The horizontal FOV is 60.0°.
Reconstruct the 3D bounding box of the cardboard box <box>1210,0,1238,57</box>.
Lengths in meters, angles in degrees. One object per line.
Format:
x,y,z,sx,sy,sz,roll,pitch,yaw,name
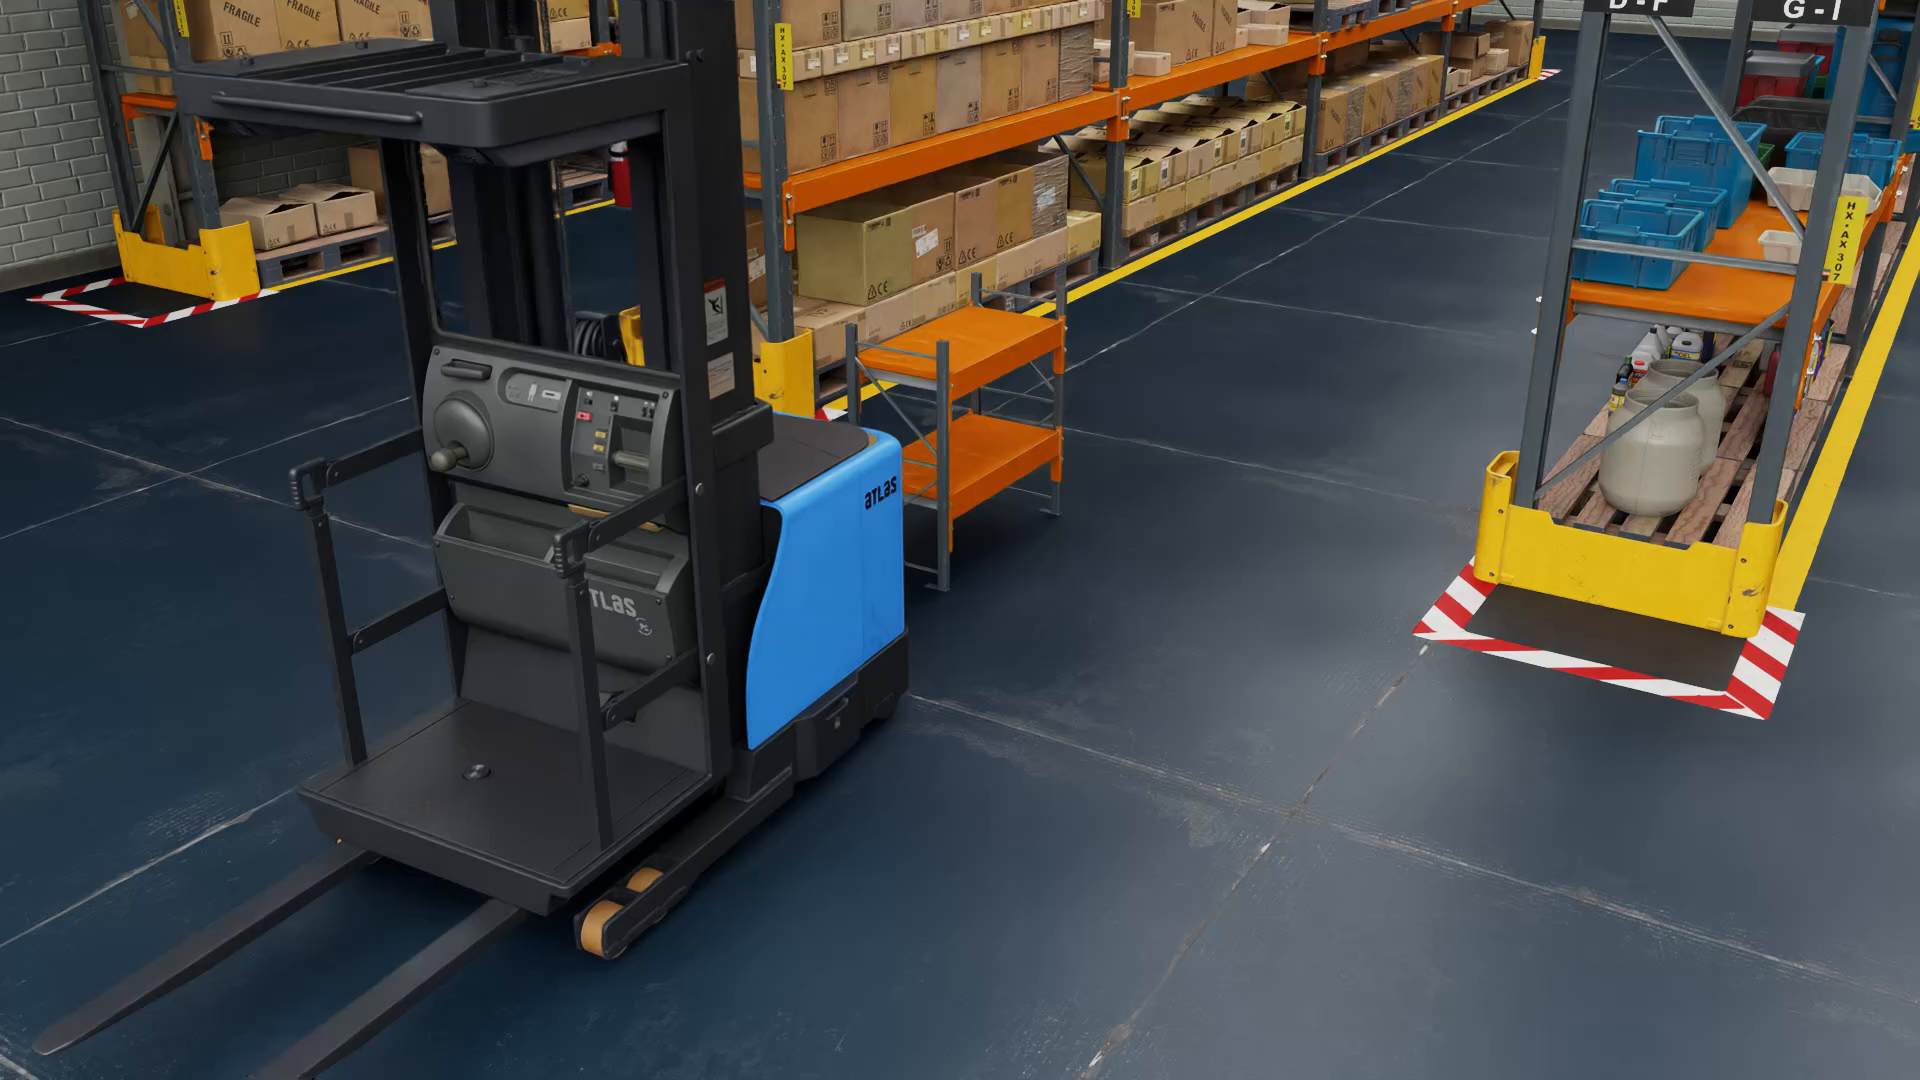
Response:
1.983,-4.325,13.839,0.500,0.500,0.500,12,26,26,cardboard box

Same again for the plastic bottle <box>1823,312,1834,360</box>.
4.977,-1.183,9.573,0.061,0.283,0.133,15,28,32,plastic bottle

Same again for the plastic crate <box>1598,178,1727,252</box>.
3.198,-1.491,7.606,0.499,0.251,0.408,14,27,29,plastic crate

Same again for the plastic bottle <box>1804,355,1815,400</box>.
4.495,-0.906,8.942,0.152,0.276,0.135,14,27,30,plastic bottle

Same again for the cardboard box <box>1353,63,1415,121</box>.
4.415,-4.693,17.407,0.500,0.500,0.500,14,27,30,cardboard box

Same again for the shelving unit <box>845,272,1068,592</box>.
0.004,-0.518,7.532,0.538,1.125,1.048,14,27,29,shelving unit

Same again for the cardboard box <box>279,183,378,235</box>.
-4.834,-2.561,12.720,0.500,0.311,0.500,16,28,33,cardboard box

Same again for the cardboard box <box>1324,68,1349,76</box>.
3.693,-4.622,17.243,0.500,0.500,0.500,13,26,27,cardboard box

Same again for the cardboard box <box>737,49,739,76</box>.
-1.326,-2.661,9.180,0.380,0.149,0.250,13,27,28,cardboard box

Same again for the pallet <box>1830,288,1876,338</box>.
5.332,-1.453,10.841,1.003,0.211,1.213,14,27,29,pallet

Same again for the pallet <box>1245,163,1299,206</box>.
2.387,-3.300,15.106,1.003,0.211,1.213,14,27,29,pallet

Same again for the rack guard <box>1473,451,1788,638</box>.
2.841,0.002,7.116,1.175,0.500,0.348,14,27,29,rack guard

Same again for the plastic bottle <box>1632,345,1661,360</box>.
3.666,-0.899,8.927,0.152,0.276,0.135,13,27,28,plastic bottle

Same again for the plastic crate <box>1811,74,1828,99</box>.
5.629,-3.009,11.192,0.450,0.188,0.662,14,27,29,plastic crate

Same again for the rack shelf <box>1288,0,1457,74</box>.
3.909,-5.194,16.877,1.077,0.370,4.000,14,27,29,rack shelf

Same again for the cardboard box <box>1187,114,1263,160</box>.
2.250,-3.462,14.199,0.500,0.311,0.500,14,27,29,cardboard box

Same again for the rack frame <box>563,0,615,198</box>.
-3.466,-4.536,14.452,1.000,3.000,0.127,14,27,29,rack frame

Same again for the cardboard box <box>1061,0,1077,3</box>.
0.516,-3.989,11.430,0.700,0.500,0.500,14,27,29,cardboard box

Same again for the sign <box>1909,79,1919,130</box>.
5.412,-2.468,9.326,0.100,0.325,0.005,14,27,29,sign

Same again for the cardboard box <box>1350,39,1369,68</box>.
3.975,-5.148,17.515,0.500,0.250,0.500,14,27,29,cardboard box

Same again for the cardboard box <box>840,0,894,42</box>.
-0.808,-3.142,9.472,0.700,0.500,0.500,13,27,28,cardboard box

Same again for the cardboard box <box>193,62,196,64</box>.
-5.049,-3.224,11.586,0.500,0.250,0.500,13,27,27,cardboard box

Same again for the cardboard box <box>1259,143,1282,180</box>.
2.515,-3.376,14.706,0.500,0.250,0.500,14,27,28,cardboard box

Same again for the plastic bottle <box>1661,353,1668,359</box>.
3.684,-0.834,8.766,0.061,0.283,0.133,14,27,29,plastic bottle

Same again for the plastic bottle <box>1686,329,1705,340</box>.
4.198,-1.150,9.511,0.097,0.271,0.097,0,23,0,plastic bottle

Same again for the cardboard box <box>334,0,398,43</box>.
-4.522,-3.906,12.217,0.500,0.500,0.500,13,27,27,cardboard box

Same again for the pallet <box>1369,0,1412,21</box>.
3.876,-5.418,16.732,1.003,0.211,1.213,14,27,29,pallet

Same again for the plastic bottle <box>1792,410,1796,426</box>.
4.243,-0.722,8.522,0.097,0.271,0.097,0,23,0,plastic bottle

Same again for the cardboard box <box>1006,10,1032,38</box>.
0.245,-3.363,10.800,0.380,0.149,0.250,14,27,29,cardboard box

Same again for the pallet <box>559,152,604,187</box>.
-3.057,-3.519,15.613,1.003,0.211,1.213,14,27,29,pallet

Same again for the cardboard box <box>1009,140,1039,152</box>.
0.234,-2.683,12.161,0.500,0.500,0.500,14,27,29,cardboard box

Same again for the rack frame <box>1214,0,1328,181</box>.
2.854,-4.849,15.175,1.000,3.000,0.127,14,27,29,rack frame

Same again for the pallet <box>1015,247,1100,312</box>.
0.289,-1.960,12.011,1.003,0.211,1.213,14,27,29,pallet

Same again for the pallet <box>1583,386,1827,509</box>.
3.918,-0.549,8.752,1.003,0.211,1.213,14,27,29,pallet

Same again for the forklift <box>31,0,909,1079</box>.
-1.339,-0.317,4.793,1.130,2.935,3.031,12,26,26,forklift

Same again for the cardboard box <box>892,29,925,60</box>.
-0.432,-2.929,9.797,0.380,0.149,0.250,13,27,27,cardboard box

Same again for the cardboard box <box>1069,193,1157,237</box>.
1.168,-2.514,12.714,0.500,0.250,0.500,13,27,28,cardboard box

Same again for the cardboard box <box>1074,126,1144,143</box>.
1.249,-3.229,13.659,0.500,0.311,0.500,14,27,29,cardboard box

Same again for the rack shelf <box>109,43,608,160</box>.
-4.521,-3.531,13.035,1.077,0.370,4.000,14,27,29,rack shelf

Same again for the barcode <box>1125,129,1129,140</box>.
1.233,-2.993,12.273,0.001,0.075,0.075,14,27,29,barcode

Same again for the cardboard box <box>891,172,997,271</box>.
-0.100,-2.064,10.731,0.500,0.500,0.500,14,27,29,cardboard box

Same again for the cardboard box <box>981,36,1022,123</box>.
-0.025,-3.046,10.884,0.700,0.500,0.500,14,27,30,cardboard box

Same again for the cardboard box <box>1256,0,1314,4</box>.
3.091,-5.324,15.618,0.700,0.500,0.500,5,24,11,cardboard box

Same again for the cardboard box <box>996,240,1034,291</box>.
0.162,-1.889,11.270,0.500,0.250,0.500,14,27,29,cardboard box

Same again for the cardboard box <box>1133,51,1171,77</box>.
1.386,-3.640,12.698,0.380,0.149,0.250,14,27,29,cardboard box

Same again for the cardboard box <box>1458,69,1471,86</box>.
5.817,-5.491,19.671,0.380,0.166,0.250,14,27,29,cardboard box
